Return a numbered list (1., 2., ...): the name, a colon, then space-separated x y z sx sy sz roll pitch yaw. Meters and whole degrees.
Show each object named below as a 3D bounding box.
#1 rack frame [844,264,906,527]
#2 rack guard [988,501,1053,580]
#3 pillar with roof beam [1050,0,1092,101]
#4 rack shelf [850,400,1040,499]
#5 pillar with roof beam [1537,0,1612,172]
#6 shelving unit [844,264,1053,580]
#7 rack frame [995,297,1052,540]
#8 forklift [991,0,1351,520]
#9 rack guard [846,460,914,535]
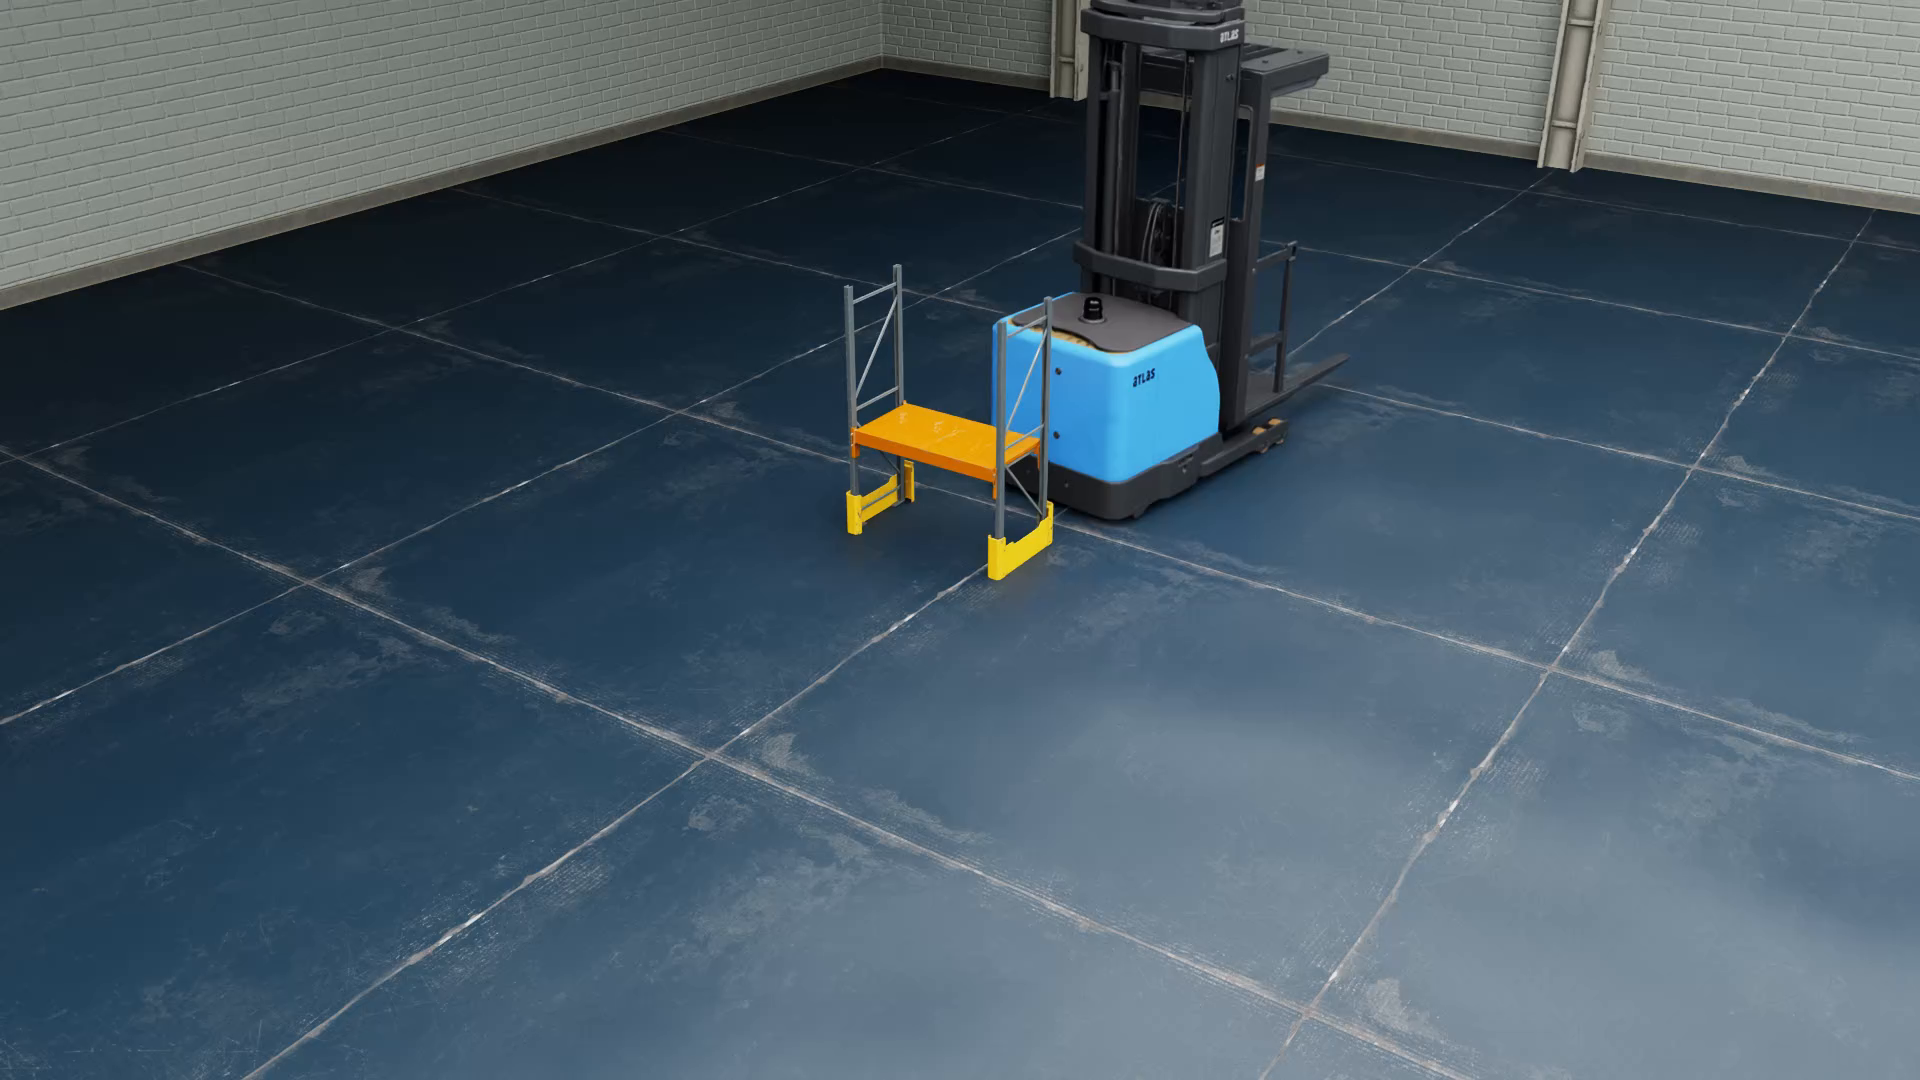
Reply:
1. rack frame: -0.489 -0.821 9.709 0.032 1.500 0.500 17 32 30
2. rack guard: 0.348 -0.003 9.480 0.087 0.250 0.587 17 32 30
3. pillar with roof beam: -1.087 -7.860 15.274 0.400 9.000 9.100 17 32 30
4. rack shelf: -0.070 -0.530 9.534 1.000 0.185 0.538 17 32 30
5. pillar with roof beam: 3.858 -6.319 12.246 0.400 9.000 9.100 17 32 30
6. shelving unit: -0.063 -0.688 9.448 1.083 1.500 0.587 17 32 30
7. rack frame: 0.349 -0.560 9.196 0.032 1.500 0.500 17 32 30
8. forklift: 1.530 -2.011 10.471 1.130 2.935 3.031 22 34 36
9. rack guard: -0.473 -0.259 9.983 0.087 0.250 0.587 17 32 30
